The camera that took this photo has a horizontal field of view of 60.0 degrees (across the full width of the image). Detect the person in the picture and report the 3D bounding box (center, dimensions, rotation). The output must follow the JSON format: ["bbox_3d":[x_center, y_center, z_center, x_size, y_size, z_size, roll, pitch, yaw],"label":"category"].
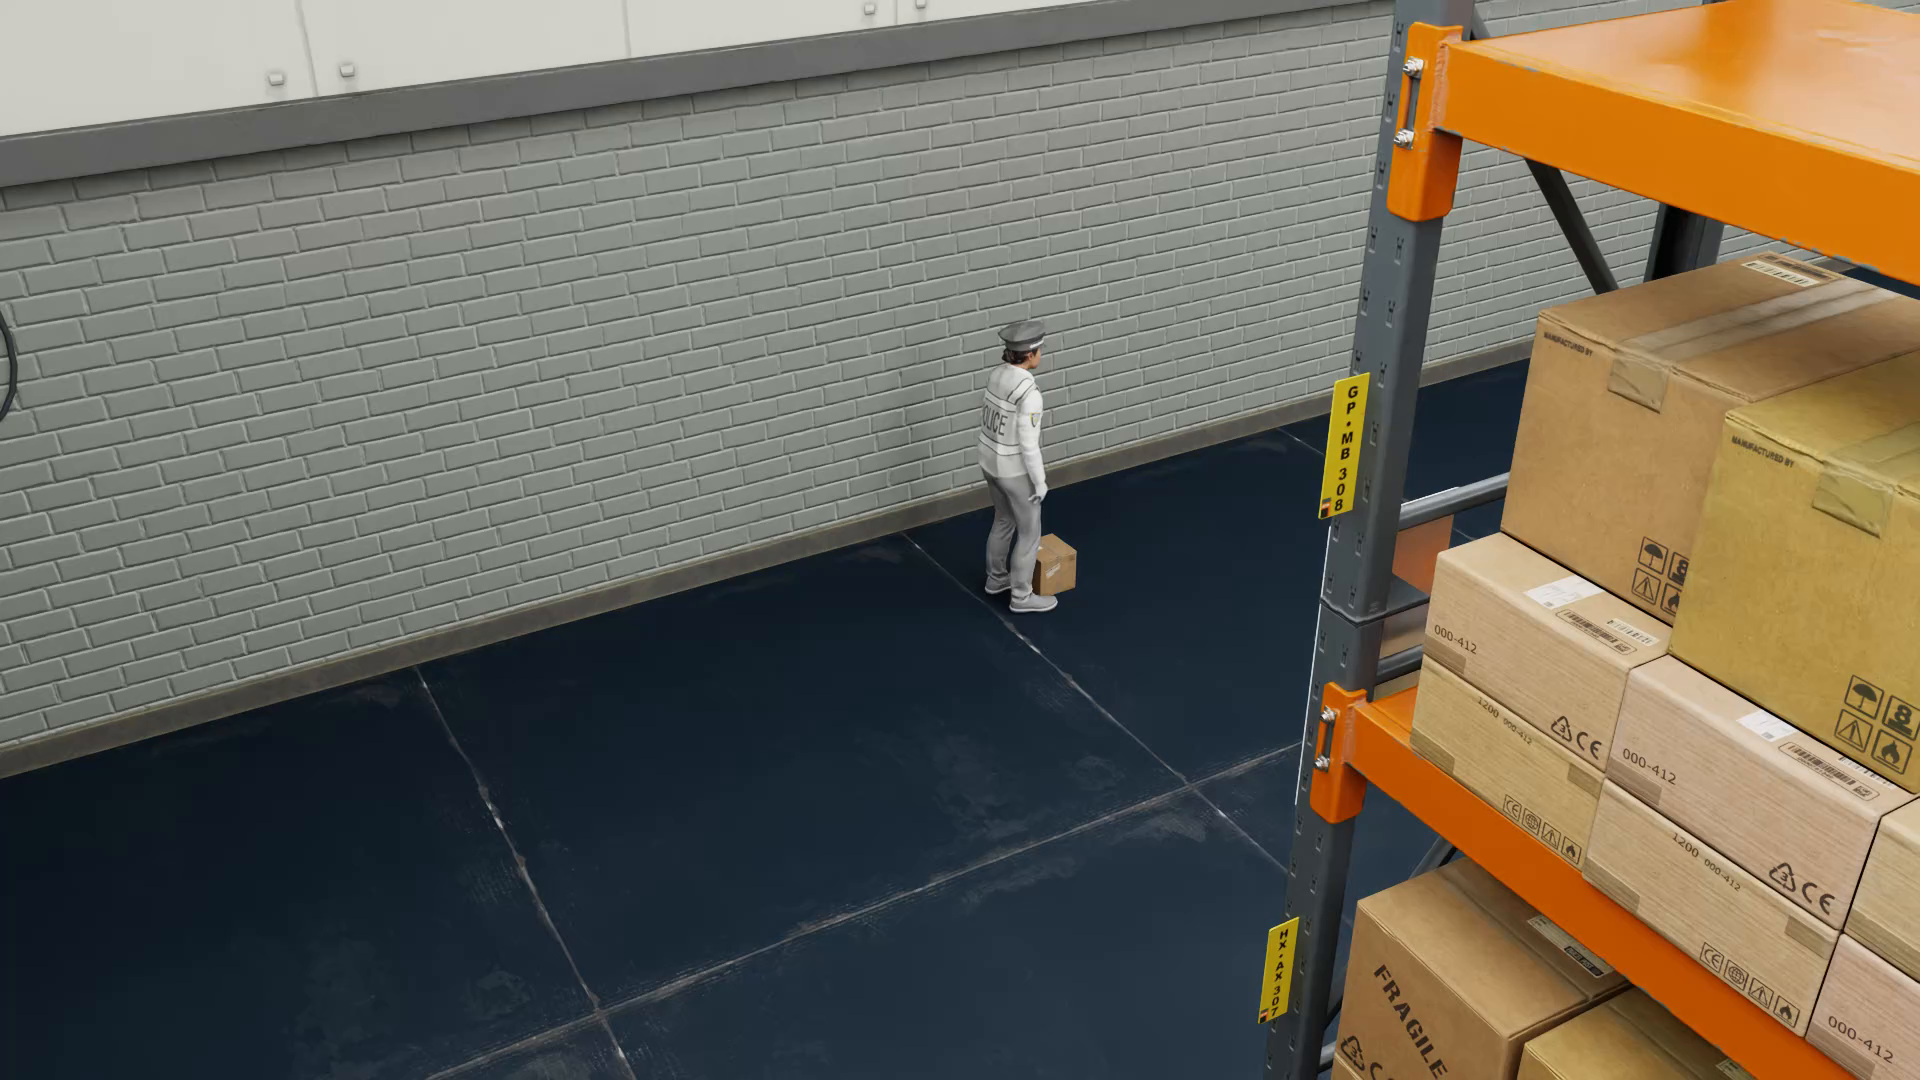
[{"bbox_3d":[0.304,-0.399,9.267,0.375,1.662,0.528,-16,33,-26],"label":"person"}]
